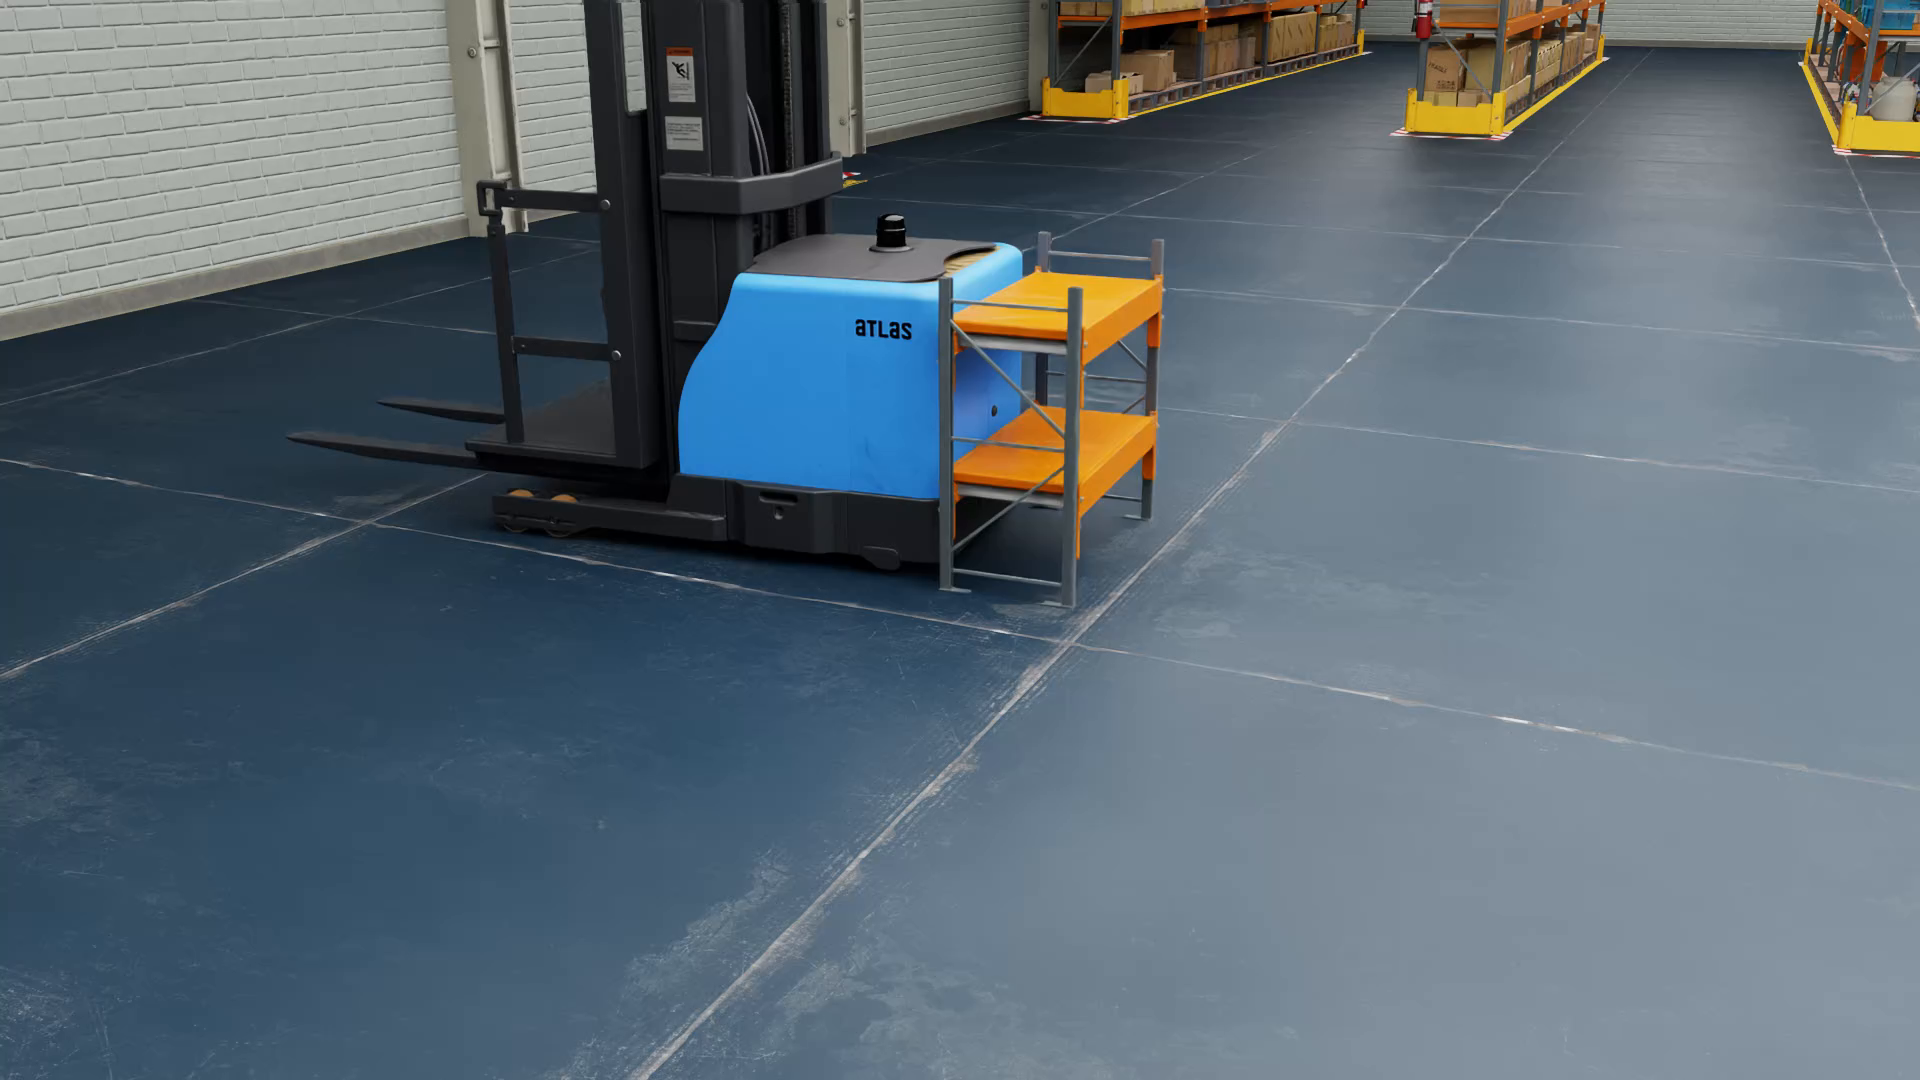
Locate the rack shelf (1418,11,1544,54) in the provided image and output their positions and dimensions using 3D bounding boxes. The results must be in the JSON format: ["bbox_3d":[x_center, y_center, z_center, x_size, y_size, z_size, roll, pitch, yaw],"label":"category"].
[{"bbox_3d":[7.025,-6.820,22.242,1.077,0.370,4.000,9,21,23],"label":"rack shelf"}]

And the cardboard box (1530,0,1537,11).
[{"bbox_3d":[8.393,-7.895,24.566,0.380,0.149,0.250,9,21,23],"label":"cardboard box"}]

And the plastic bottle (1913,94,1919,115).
[{"bbox_3d":[11.890,-5.405,20.604,0.097,0.271,0.097,0,20,0],"label":"plastic bottle"}]

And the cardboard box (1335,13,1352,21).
[{"bbox_3d":[8.155,-11.151,35.483,0.380,0.149,0.250,8,21,22],"label":"cardboard box"}]

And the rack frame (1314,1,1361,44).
[{"bbox_3d":[8.237,-12.117,36.064,1.000,3.000,0.127,9,21,23],"label":"rack frame"}]

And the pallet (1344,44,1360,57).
[{"bbox_3d":[7.981,-10.548,35.813,1.003,0.211,1.213,9,21,23],"label":"pallet"}]

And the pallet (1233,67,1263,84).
[{"bbox_3d":[4.639,-8.119,28.983,1.003,0.211,1.213,9,21,23],"label":"pallet"}]

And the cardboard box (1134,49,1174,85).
[{"bbox_3d":[2.934,-7.155,25.186,0.500,0.500,0.500,7,21,19],"label":"cardboard box"}]

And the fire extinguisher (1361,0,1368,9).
[{"bbox_3d":[8.719,-11.888,36.091,0.296,0.674,0.183,9,21,23],"label":"fire extinguisher"}]

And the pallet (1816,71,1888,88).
[{"bbox_3d":[14.785,-7.617,27.571,1.003,0.211,1.213,9,21,23],"label":"pallet"}]

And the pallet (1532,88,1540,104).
[{"bbox_3d":[8.110,-6.687,24.956,1.003,0.211,1.213,9,21,23],"label":"pallet"}]

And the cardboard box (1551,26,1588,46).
[{"bbox_3d":[11.884,-9.822,32.679,0.797,0.503,0.637,9,21,23],"label":"cardboard box"}]

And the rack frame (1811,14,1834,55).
[{"bbox_3d":[17.275,-10.758,32.241,1.000,3.000,0.127,9,21,23],"label":"rack frame"}]

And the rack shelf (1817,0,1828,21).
[{"bbox_3d":[16.456,-9.807,30.643,1.077,0.370,4.000,9,21,23],"label":"rack shelf"}]

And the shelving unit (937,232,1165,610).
[{"bbox_3d":[0.353,-0.482,6.144,0.538,1.125,1.048,8,21,20],"label":"shelving unit"}]

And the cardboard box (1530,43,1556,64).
[{"bbox_3d":[9.076,-7.652,26.148,0.500,0.311,0.500,8,21,22],"label":"cardboard box"}]

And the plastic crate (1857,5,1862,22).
[{"bbox_3d":[11.548,-6.613,20.904,0.450,0.188,0.662,9,21,23],"label":"plastic crate"}]

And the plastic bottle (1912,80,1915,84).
[{"bbox_3d":[12.282,-5.753,21.467,0.144,0.351,0.185,7,21,20],"label":"plastic bottle"}]

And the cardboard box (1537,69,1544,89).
[{"bbox_3d":[8.445,-6.918,24.921,0.500,0.250,0.500,9,22,24],"label":"cardboard box"}]

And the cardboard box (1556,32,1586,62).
[{"bbox_3d":[11.179,-9.055,30.528,0.500,0.500,0.500,8,21,22],"label":"cardboard box"}]

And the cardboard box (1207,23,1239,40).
[{"bbox_3d":[4.423,-8.661,28.302,0.500,0.250,0.500,9,21,24],"label":"cardboard box"}]

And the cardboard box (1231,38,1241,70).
[{"bbox_3d":[4.396,-8.332,28.495,0.700,0.500,0.500,9,21,23],"label":"cardboard box"}]

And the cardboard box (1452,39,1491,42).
[{"bbox_3d":[7.170,-6.773,23.395,0.500,0.500,0.500,9,21,23],"label":"cardboard box"}]

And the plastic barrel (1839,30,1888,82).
[{"bbox_3d":[14.184,-7.639,26.085,0.600,0.830,0.708,9,21,23],"label":"plastic barrel"}]

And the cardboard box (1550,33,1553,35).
[{"bbox_3d":[10.491,-8.966,30.278,0.500,0.500,0.500,9,21,23],"label":"cardboard box"}]

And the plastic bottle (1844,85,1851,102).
[{"bbox_3d":[11.469,-5.725,21.486,0.061,0.283,0.133,10,22,25],"label":"plastic bottle"}]

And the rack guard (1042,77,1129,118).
[{"bbox_3d":[1.716,-6.071,22.795,1.175,0.500,0.348,9,21,23],"label":"rack guard"}]

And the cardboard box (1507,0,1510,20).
[{"bbox_3d":[6.619,-6.897,21.235,0.700,0.500,0.500,9,22,24],"label":"cardboard box"}]

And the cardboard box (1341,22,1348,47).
[{"bbox_3d":[7.836,-10.756,35.342,0.700,0.500,0.500,8,21,23],"label":"cardboard box"}]

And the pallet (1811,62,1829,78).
[{"bbox_3d":[15.903,-8.451,29.917,1.003,0.211,1.213,9,21,23],"label":"pallet"}]

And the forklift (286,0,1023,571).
[{"bbox_3d":[-1.314,-1.548,6.449,3.031,2.935,1.130,7,21,18],"label":"forklift"}]

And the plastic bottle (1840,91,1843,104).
[{"bbox_3d":[11.789,-5.910,22.130,0.097,0.201,0.097,0,20,0],"label":"plastic bottle"}]

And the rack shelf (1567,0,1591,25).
[{"bbox_3d":[10.301,-9.265,29.119,1.077,0.370,4.000,9,21,23],"label":"rack shelf"}]

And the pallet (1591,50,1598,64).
[{"bbox_3d":[12.401,-9.857,33.872,1.003,0.211,1.213,9,21,23],"label":"pallet"}]

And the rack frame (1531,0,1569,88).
[{"bbox_3d":[9.482,-8.993,27.279,1.000,3.000,0.127,9,21,23],"label":"rack frame"}]

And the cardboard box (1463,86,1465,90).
[{"bbox_3d":[6.349,-5.809,21.802,0.500,0.250,0.500,9,21,23],"label":"cardboard box"}]

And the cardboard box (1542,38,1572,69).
[{"bbox_3d":[10.138,-8.283,28.357,0.500,0.500,0.500,8,21,21],"label":"cardboard box"}]

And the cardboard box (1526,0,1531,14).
[{"bbox_3d":[7.668,-7.681,23.440,0.700,0.500,0.500,8,21,21],"label":"cardboard box"}]

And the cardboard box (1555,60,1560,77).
[{"bbox_3d":[9.489,-7.701,27.123,0.500,0.250,0.500,9,22,24],"label":"cardboard box"}]

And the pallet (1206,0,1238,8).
[{"bbox_3d":[3.768,-8.572,26.382,1.003,0.211,1.213,9,21,23],"label":"pallet"}]

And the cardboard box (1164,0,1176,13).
[{"bbox_3d":[2.797,-7.740,23.950,0.500,0.250,0.500,9,21,23],"label":"cardboard box"}]

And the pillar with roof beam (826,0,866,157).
[{"bbox_3d":[2.653,-7.960,15.422,9.100,9.000,0.400,9,21,23],"label":"pillar with roof beam"}]

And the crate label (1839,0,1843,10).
[{"bbox_3d":[13.485,-8.156,25.175,0.303,0.233,0.416,9,21,23],"label":"crate label"}]

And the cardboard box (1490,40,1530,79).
[{"bbox_3d":[7.638,-6.703,23.197,0.500,0.500,0.500,9,21,23],"label":"cardboard box"}]

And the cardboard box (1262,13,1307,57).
[{"bbox_3d":[6.090,-9.591,31.541,0.750,0.750,0.750,9,22,24],"label":"cardboard box"}]

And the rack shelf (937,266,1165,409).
[{"bbox_3d":[0.353,-0.757,6.046,0.538,0.278,1.000,8,21,20],"label":"rack shelf"}]

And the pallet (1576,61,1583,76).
[{"bbox_3d":[10.821,-8.648,30.471,1.003,0.211,1.213,9,21,23],"label":"pallet"}]

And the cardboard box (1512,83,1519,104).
[{"bbox_3d":[7.244,-6.041,22.457,0.500,0.250,0.500,9,21,23],"label":"cardboard box"}]

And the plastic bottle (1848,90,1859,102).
[{"bbox_3d":[11.203,-5.485,20.825,0.152,0.276,0.135,9,21,23],"label":"plastic bottle"}]
